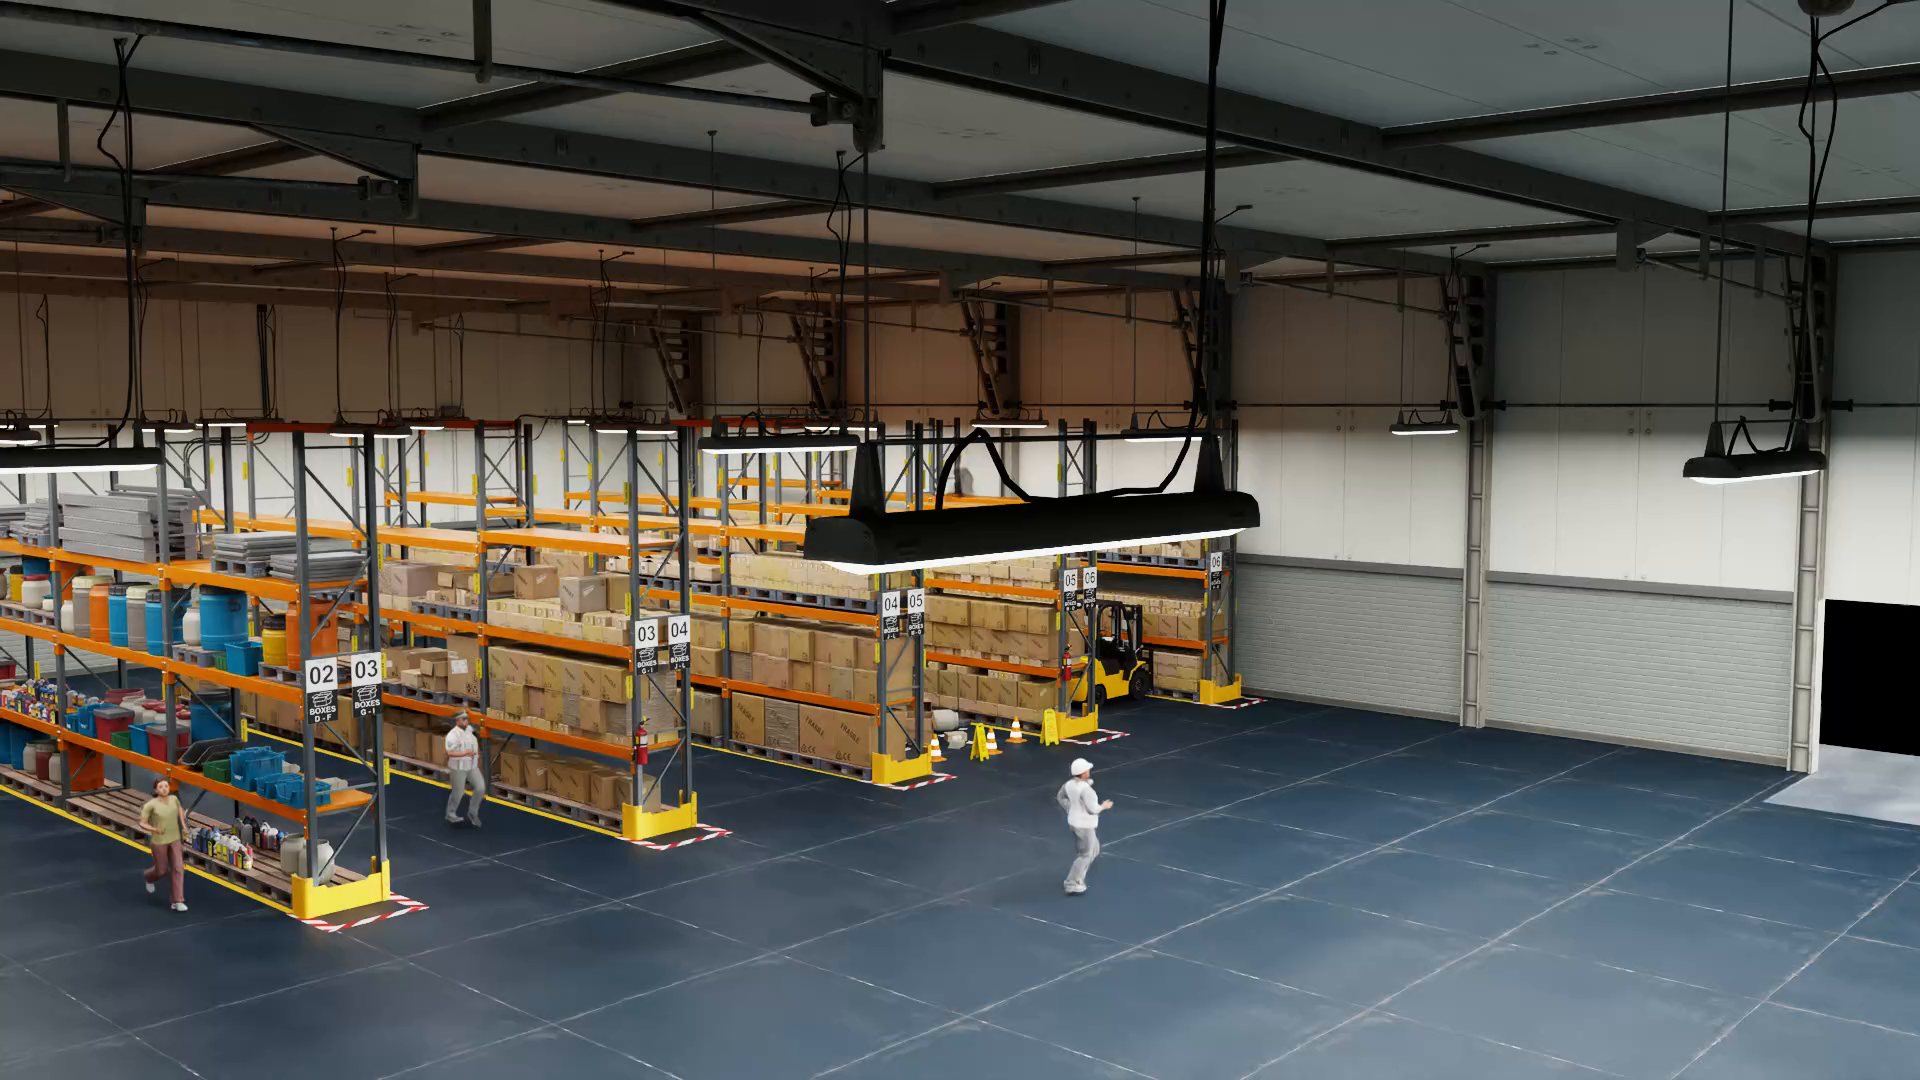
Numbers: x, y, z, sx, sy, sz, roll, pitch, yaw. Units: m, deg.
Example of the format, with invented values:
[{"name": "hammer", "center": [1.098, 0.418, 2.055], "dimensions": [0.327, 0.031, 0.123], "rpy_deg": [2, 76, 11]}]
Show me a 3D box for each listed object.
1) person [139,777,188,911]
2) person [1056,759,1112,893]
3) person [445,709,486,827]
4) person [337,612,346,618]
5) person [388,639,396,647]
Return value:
[{"name": "person", "center": [-9.988, 3.794, 20.922], "dimensions": [0.970, 1.633, 0.592], "rpy_deg": [4, 6, 41]}, {"name": "person", "center": [1.631, 3.698, 21.526], "dimensions": [0.658, 1.779, 0.641], "rpy_deg": [-2, 5, -20]}, {"name": "person", "center": [-7.422, 3.430, 24.894], "dimensions": [0.767, 1.839, 0.638], "rpy_deg": [3, 6, 34]}, {"name": "person", "center": [-13.927, 2.463, 37.305], "dimensions": [0.603, 1.652, 0.841], "rpy_deg": [0, 5, -3]}, {"name": "person", "center": [-11.613, 2.707, 33.549], "dimensions": [0.977, 1.765, 0.730], "rpy_deg": [4, 6, 37]}]
